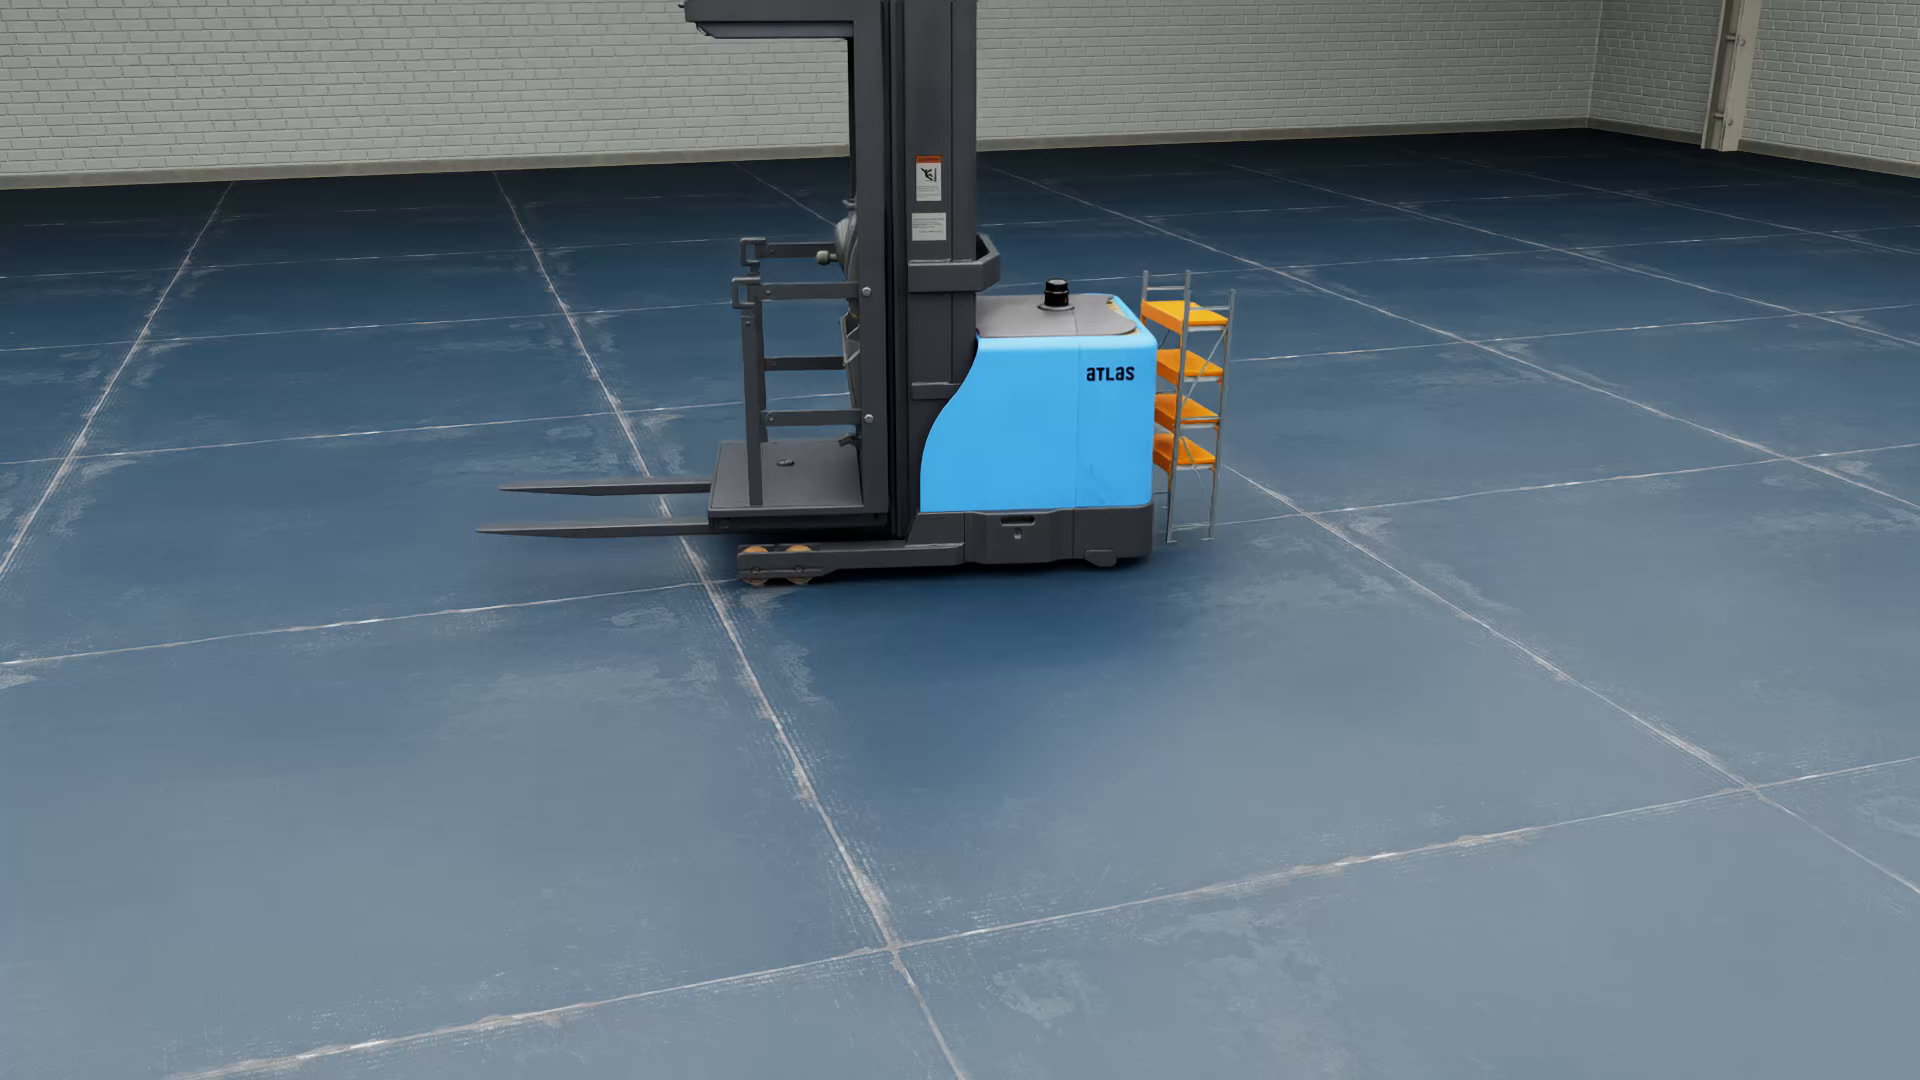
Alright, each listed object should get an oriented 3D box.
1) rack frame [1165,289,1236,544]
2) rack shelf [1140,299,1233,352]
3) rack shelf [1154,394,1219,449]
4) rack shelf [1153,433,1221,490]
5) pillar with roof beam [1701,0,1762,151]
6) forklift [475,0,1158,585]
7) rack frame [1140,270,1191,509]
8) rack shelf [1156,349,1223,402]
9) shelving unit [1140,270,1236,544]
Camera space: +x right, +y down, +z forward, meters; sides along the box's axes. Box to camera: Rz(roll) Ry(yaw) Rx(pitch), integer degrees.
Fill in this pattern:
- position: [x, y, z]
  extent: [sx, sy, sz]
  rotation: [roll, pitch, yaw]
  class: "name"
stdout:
- position: [1.108, -0.560, 7.686]
  extent: [0.240, 1.200, 0.015]
  rotation: [-4, 20, -16]
  class: "rack frame"
- position: [1.052, -1.010, 7.776]
  extent: [0.258, 0.148, 0.480]
  rotation: [-4, 20, -16]
  class: "rack shelf"
- position: [1.036, -0.575, 7.928]
  extent: [0.258, 0.148, 0.480]
  rotation: [-4, 20, -16]
  class: "rack shelf"
- position: [1.029, -0.388, 7.993]
  extent: [0.258, 0.148, 0.480]
  rotation: [-4, 20, -16]
  class: "rack shelf"
- position: [6.372, -9.157, 20.099]
  extent: [9.100, 9.000, 0.400]
  rotation: [-6, 21, -17]
  class: "pillar with roof beam"
- position: [-0.671, -1.368, 7.388]
  extent: [3.031, 2.935, 1.130]
  rotation: [-2, 20, -5]
  class: "forklift"
- position: [0.968, -0.718, 8.125]
  extent: [0.240, 1.200, 0.015]
  rotation: [-4, 20, -16]
  class: "rack frame"
- position: [1.044, -0.786, 7.854]
  extent: [0.258, 0.148, 0.480]
  rotation: [-4, 20, -16]
  class: "rack shelf"
- position: [1.038, -0.639, 7.906]
  extent: [0.258, 1.200, 0.503]
  rotation: [-4, 20, -16]
  class: "shelving unit"
